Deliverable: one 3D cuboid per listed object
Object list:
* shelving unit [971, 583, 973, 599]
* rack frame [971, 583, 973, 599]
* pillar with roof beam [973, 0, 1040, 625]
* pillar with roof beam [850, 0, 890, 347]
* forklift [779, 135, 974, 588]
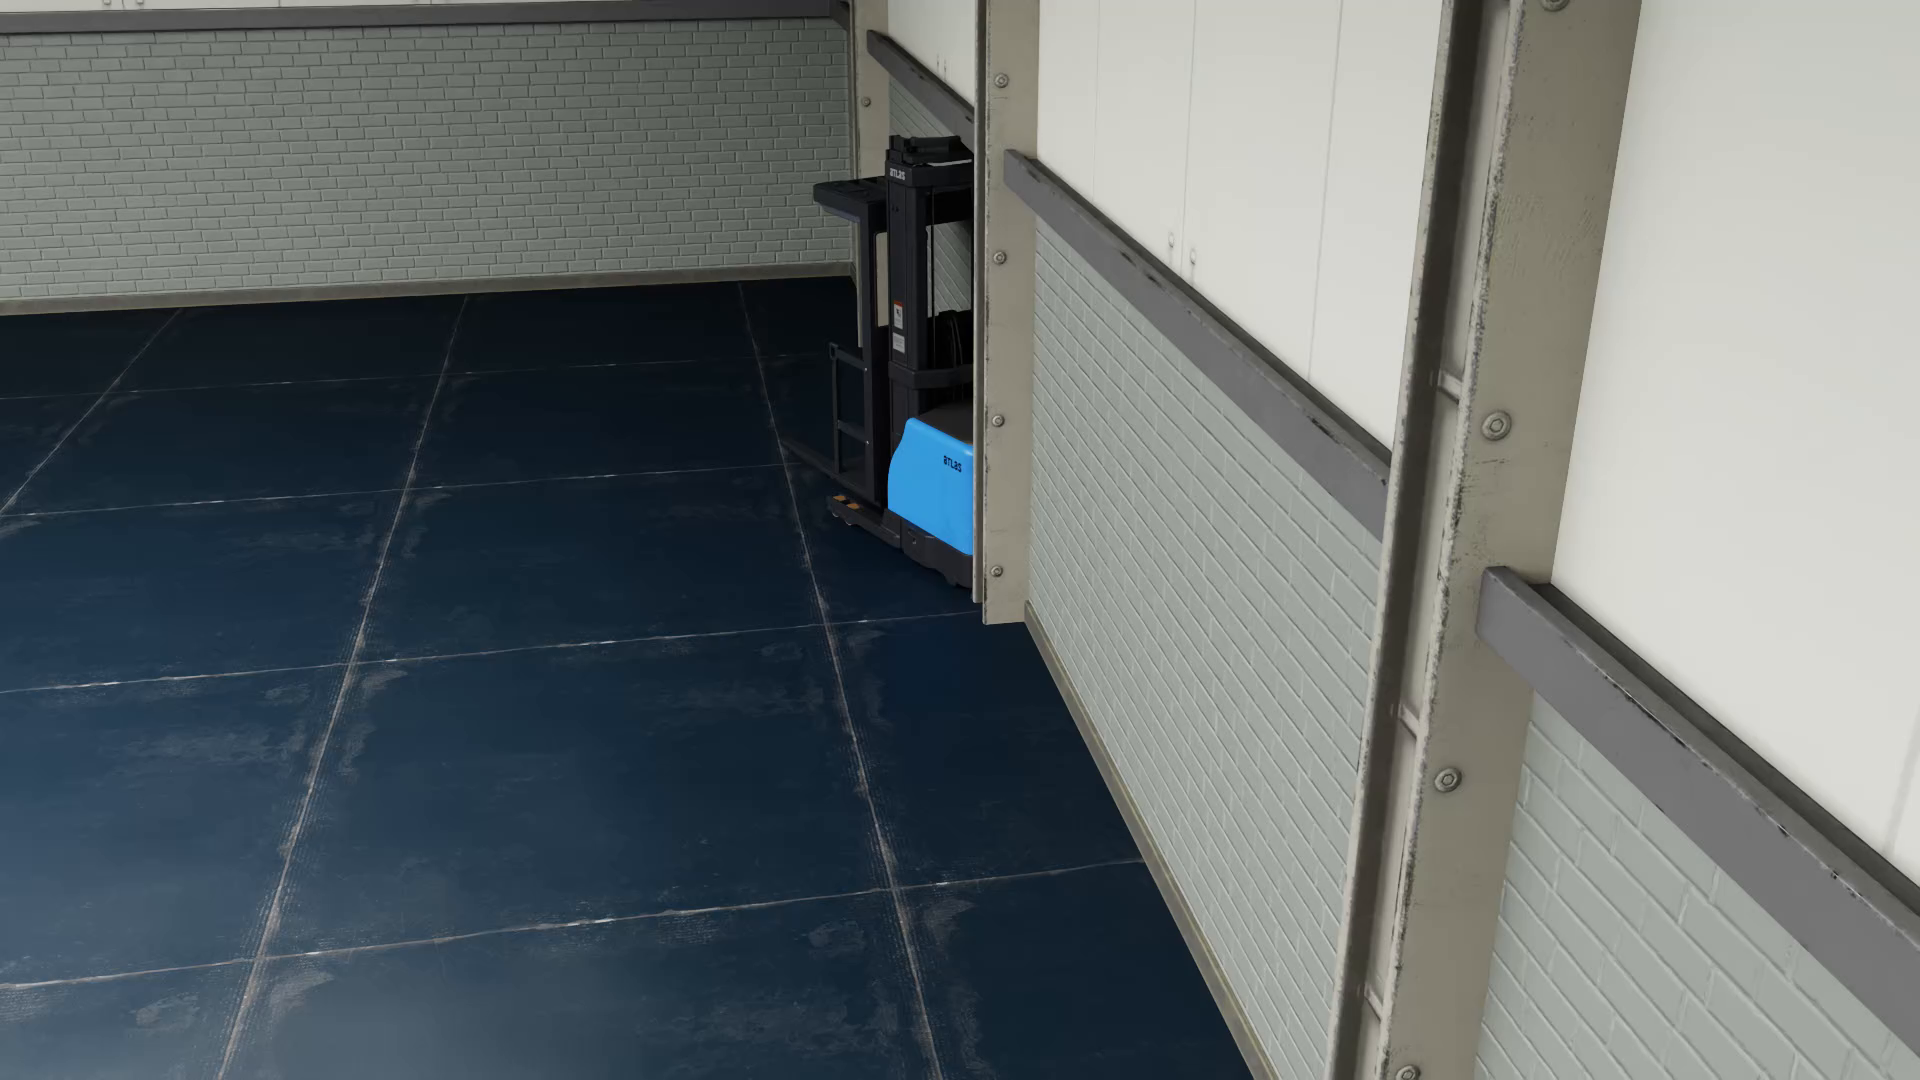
[{"bbox_3d":[0.212,-0.036,11.283,0.258,0.900,0.210,0,24,-12],"label":"shelving unit"},{"bbox_3d":[0.231,0.005,11.191,0.240,0.900,0.006,0,24,-12],"label":"rack frame"},{"bbox_3d":[-3.956,-3.336,8.645,9.100,9.000,0.400,-4,24,-10],"label":"pillar with roof beam"},{"bbox_3d":[-5.066,-5.696,14.049,9.100,9.000,0.400,-4,24,-10],"label":"pillar with roof beam"},{"bbox_3d":[-0.353,-1.550,12.136,1.130,2.935,3.031,-15,28,-31],"label":"forklift"}]
